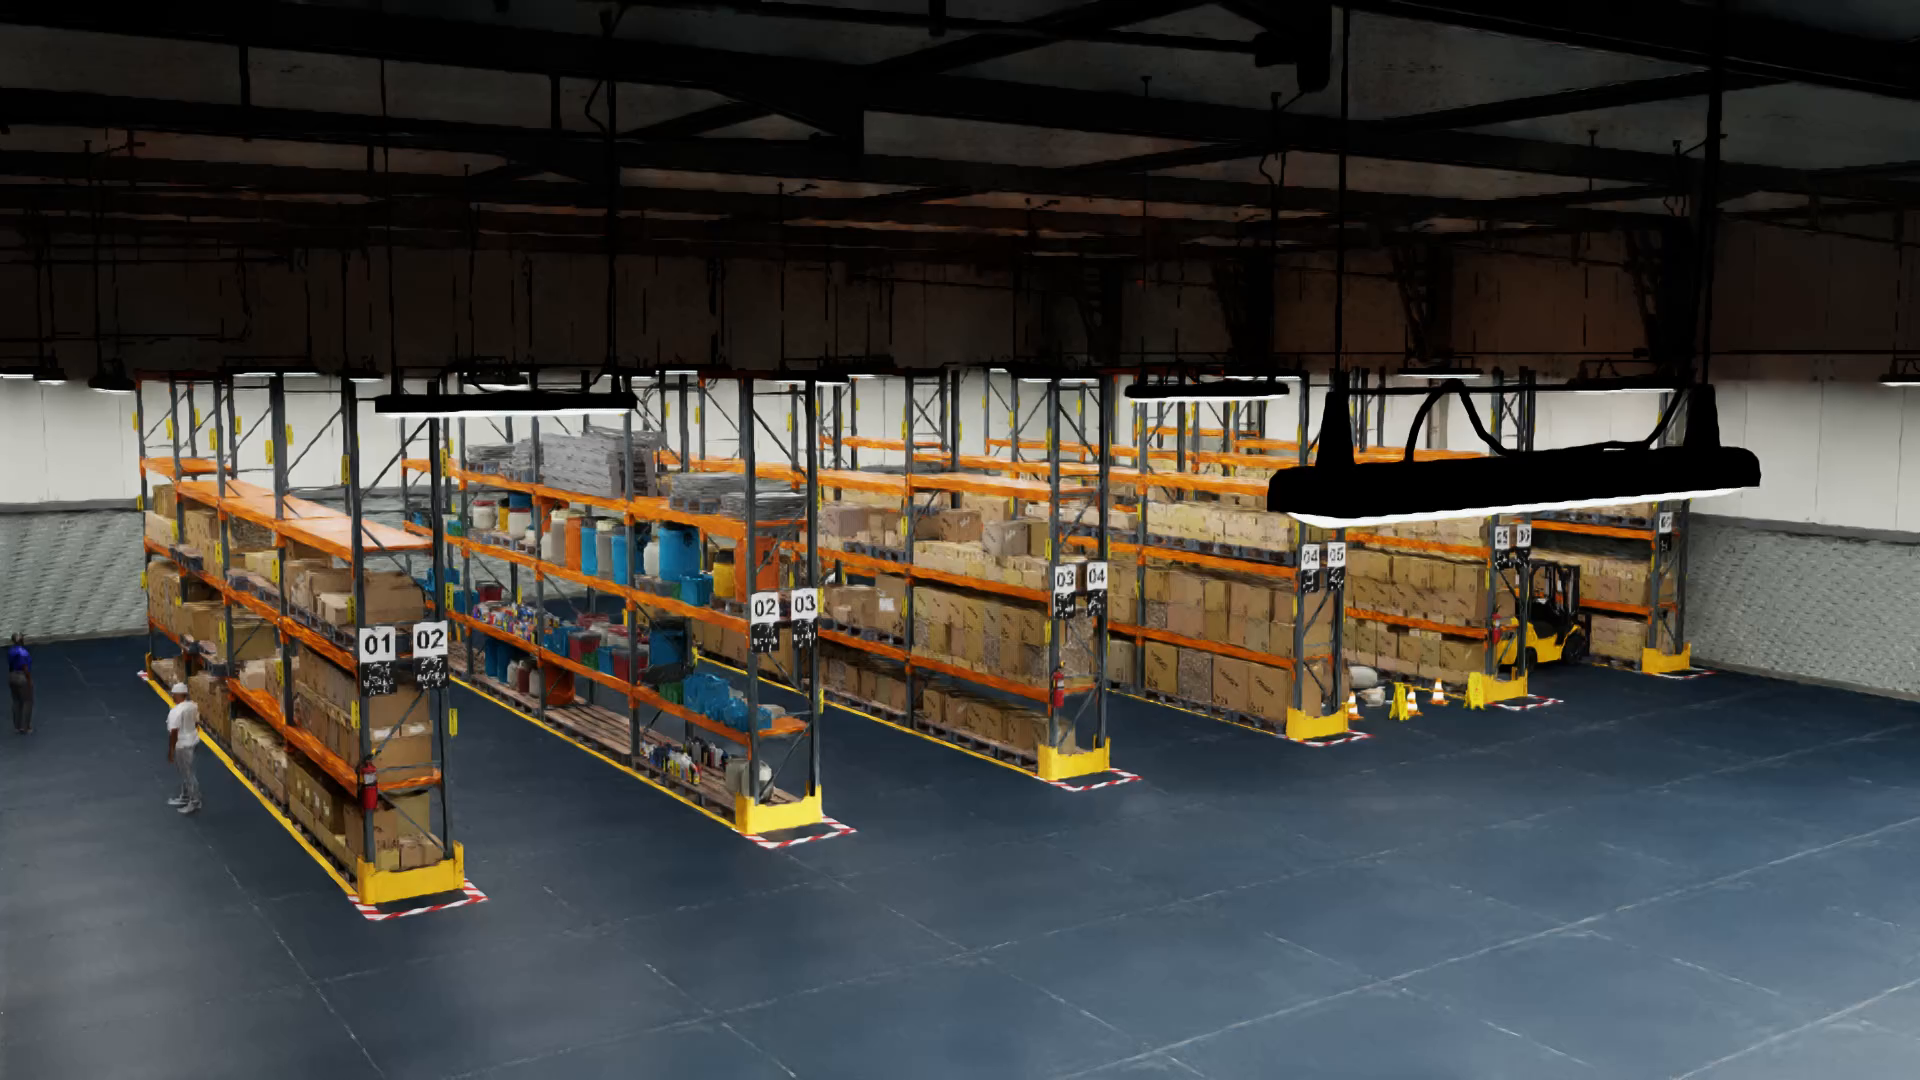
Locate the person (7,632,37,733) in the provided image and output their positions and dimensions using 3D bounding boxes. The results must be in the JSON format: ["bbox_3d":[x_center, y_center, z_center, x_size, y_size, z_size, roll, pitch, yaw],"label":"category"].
[{"bbox_3d":[-15.710,2.393,27.864,0.527,1.724,0.359,3,7,27],"label":"person"}]

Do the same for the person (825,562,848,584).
[{"bbox_3d":[-2.790,1.291,37.576,0.639,1.632,0.512,-5,8,-36],"label":"person"}]

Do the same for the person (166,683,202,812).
[{"bbox_3d":[-10.787,2.843,23.040,0.580,1.763,0.673,0,6,-2],"label":"person"}]
